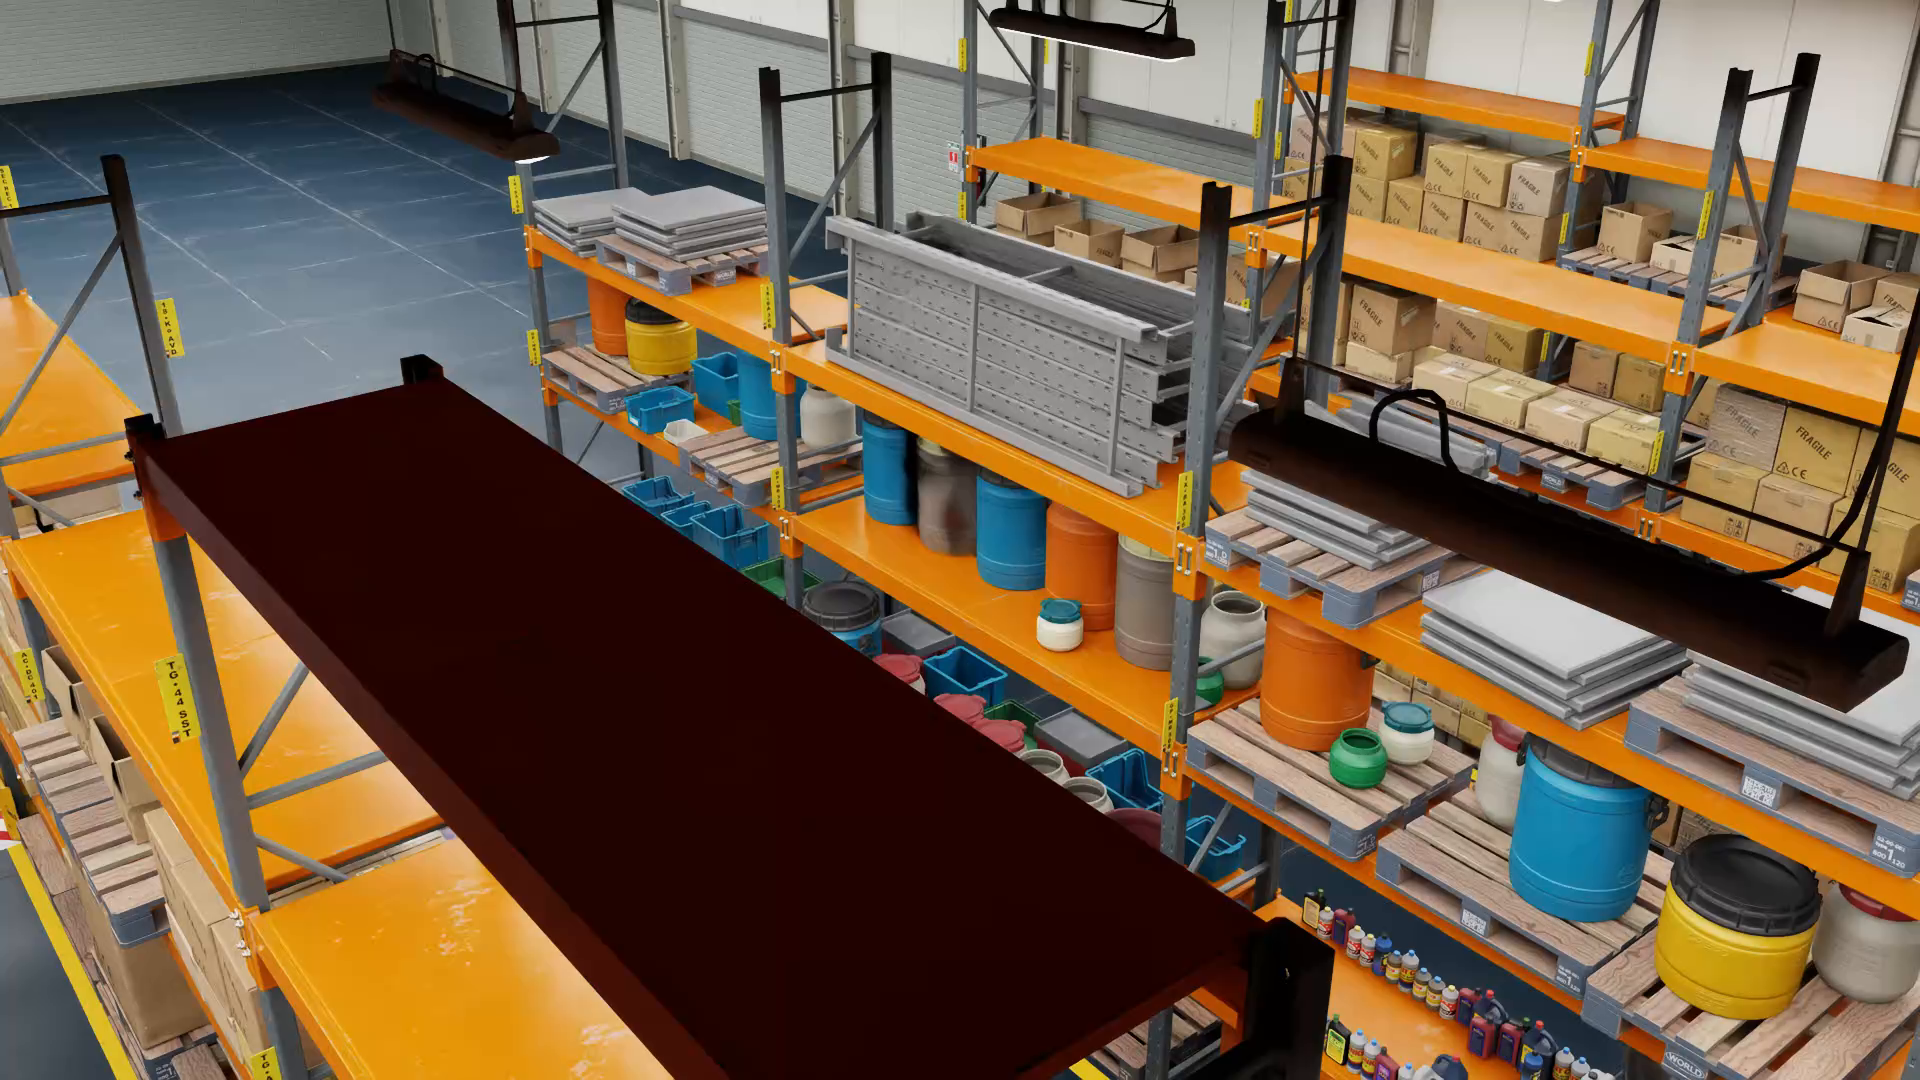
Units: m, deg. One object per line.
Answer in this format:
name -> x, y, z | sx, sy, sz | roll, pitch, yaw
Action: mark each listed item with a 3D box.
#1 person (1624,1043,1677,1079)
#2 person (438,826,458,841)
person -> 4.281, 2.986, 10.062 | 0.648, 1.845, 0.785 | -16, 30, -30
person -> -3.213, 2.355, 11.042 | 0.493, 1.738, 0.791 | -22, 34, -38
